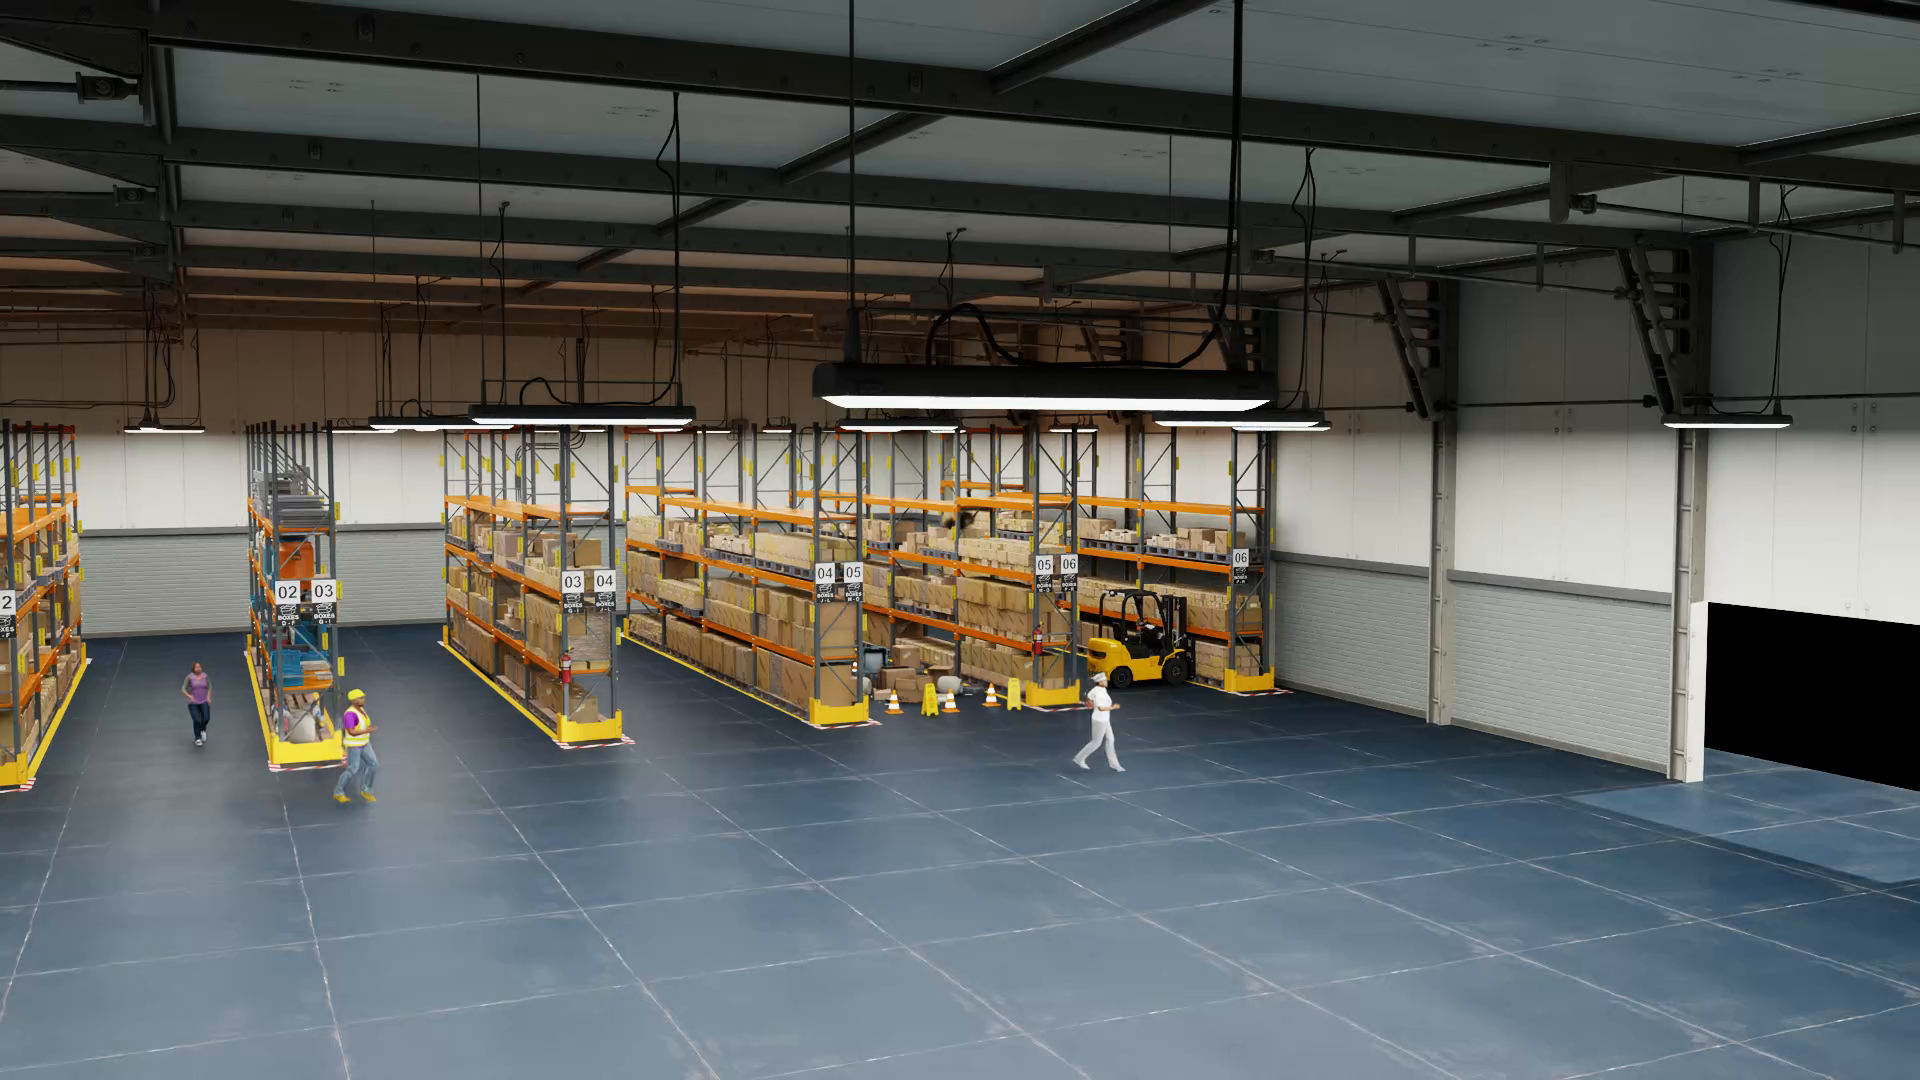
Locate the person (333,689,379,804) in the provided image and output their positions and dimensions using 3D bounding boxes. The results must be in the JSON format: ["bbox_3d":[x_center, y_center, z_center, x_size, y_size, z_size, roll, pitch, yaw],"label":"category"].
[{"bbox_3d":[-9.359,3.229,25.806,0.754,1.829,0.717,0,4,4],"label":"person"}]

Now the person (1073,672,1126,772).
[{"bbox_3d":[2.373,3.092,28.235,0.883,1.721,0.574,0,4,7],"label":"person"}]

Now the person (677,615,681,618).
[{"bbox_3d":[-8.220,1.806,49.763,0.821,1.629,0.533,-2,4,-24],"label":"person"}]

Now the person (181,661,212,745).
[{"bbox_3d":[-14.082,3.018,30.724,0.553,1.562,0.525,-3,4,-37],"label":"person"}]
